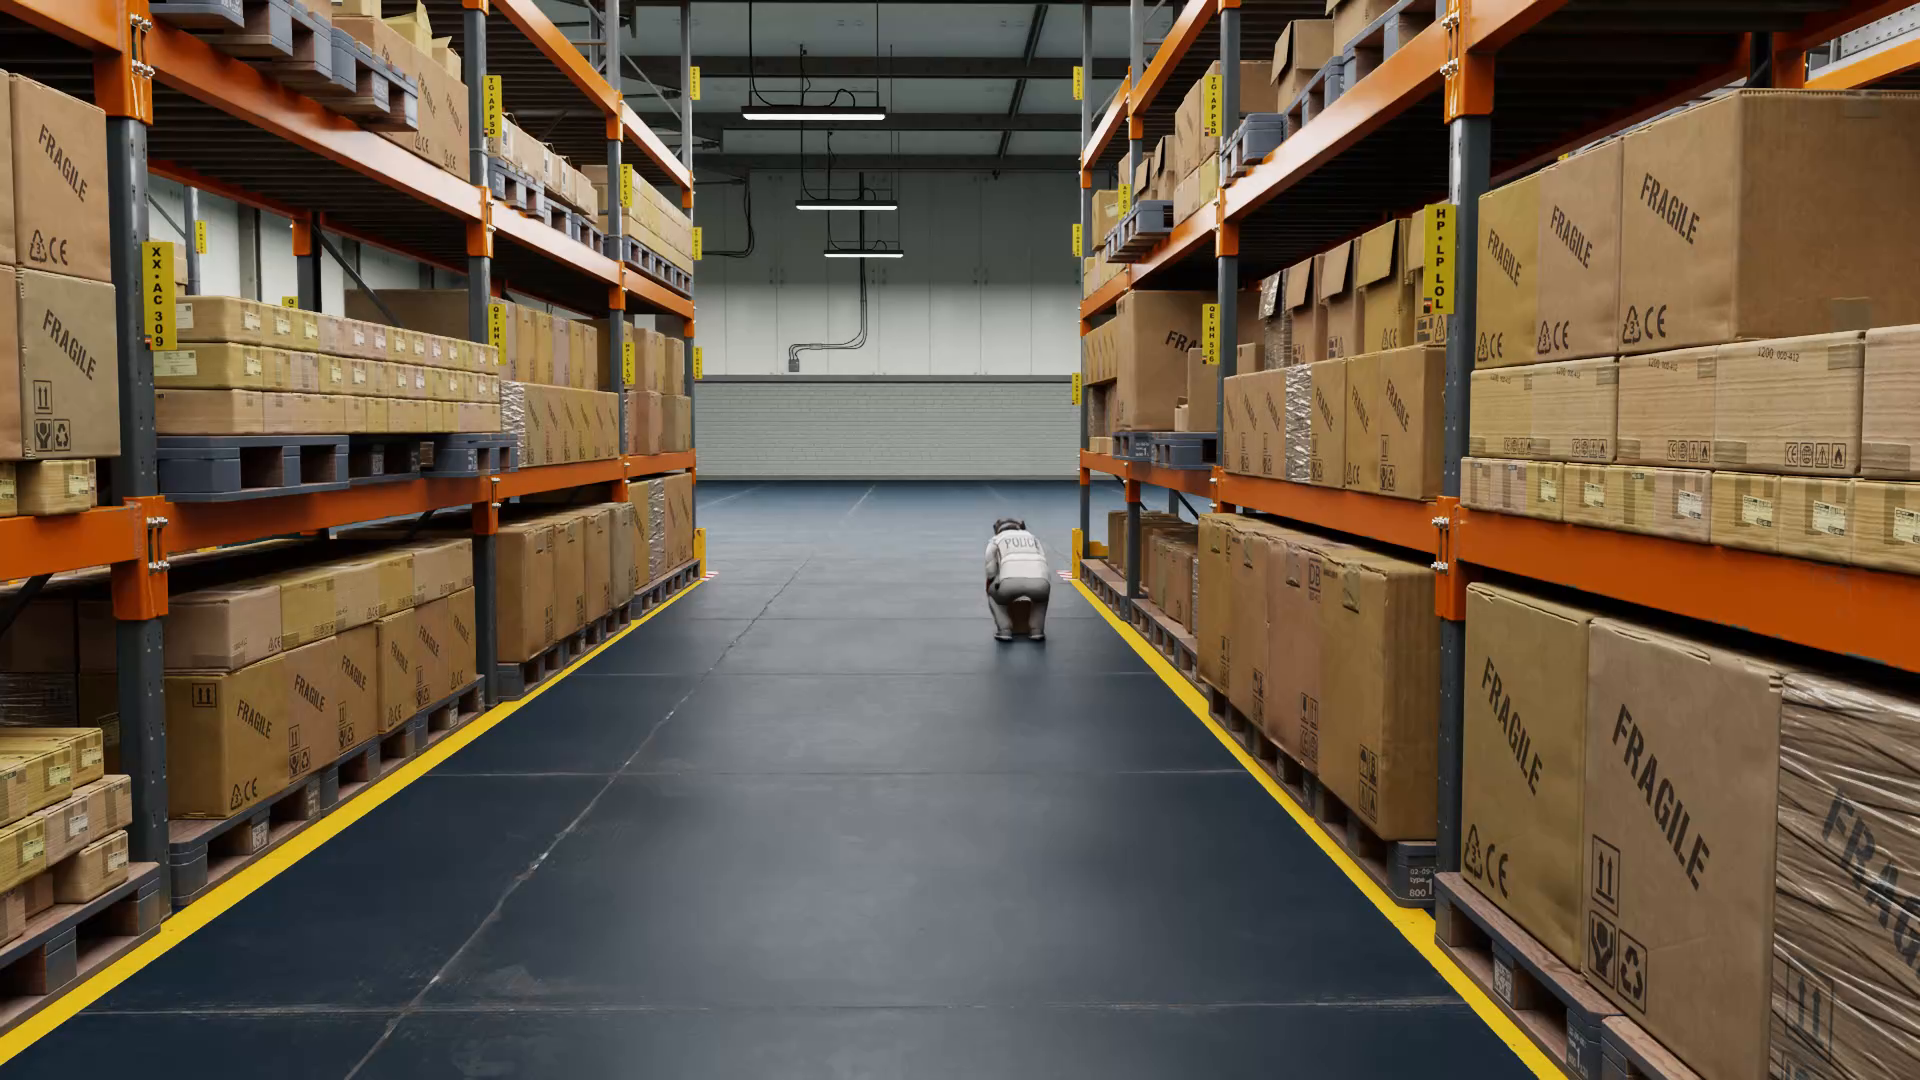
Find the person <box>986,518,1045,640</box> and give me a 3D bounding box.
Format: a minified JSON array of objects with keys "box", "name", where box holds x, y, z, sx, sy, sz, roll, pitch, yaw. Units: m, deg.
[{"box":[0.415,0.281,12.261,0.432,0.874,0.763,0,4,-1],"name":"person"}]
